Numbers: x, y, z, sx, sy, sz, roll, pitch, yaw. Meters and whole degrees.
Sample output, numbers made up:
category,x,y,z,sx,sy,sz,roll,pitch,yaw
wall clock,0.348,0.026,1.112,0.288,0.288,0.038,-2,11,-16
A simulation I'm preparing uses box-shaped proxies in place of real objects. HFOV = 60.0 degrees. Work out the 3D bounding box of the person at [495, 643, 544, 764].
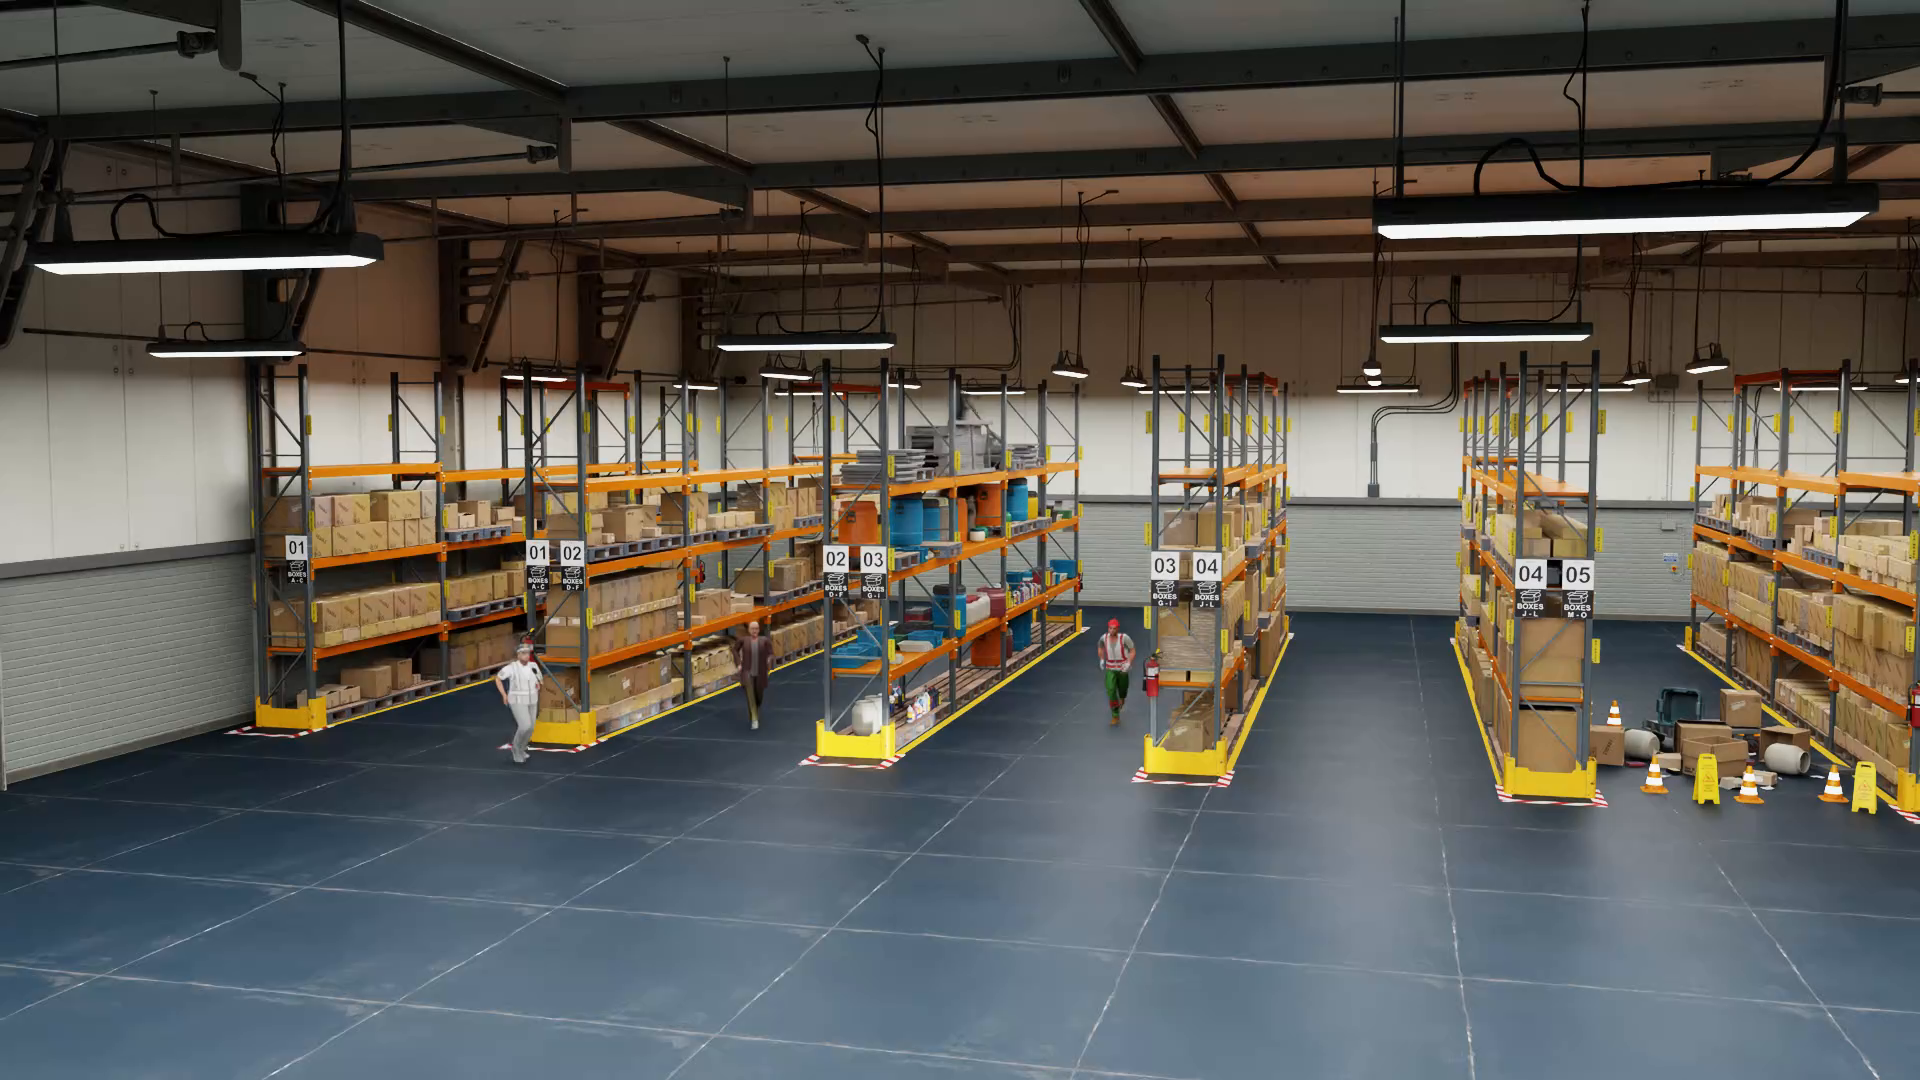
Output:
category,x,y,z,sx,sy,sz,roll,pitch,yaw
person,-6.458,2.425,24.658,0.710,1.797,0.638,4,5,44

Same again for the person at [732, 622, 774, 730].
category,x,y,z,sx,sy,sz,roll,pitch,yaw
person,-3.445,2.221,27.722,0.693,1.762,0.957,-1,4,-12

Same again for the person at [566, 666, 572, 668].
category,x,y,z,sx,sy,sz,roll,pitch,yaw
person,-6.997,2.020,30.544,0.645,1.767,0.879,1,4,10

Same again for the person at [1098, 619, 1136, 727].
category,x,y,z,sx,sy,sz,roll,pitch,yaw
person,2.649,2.197,28.102,0.659,1.772,1.042,1,4,13
